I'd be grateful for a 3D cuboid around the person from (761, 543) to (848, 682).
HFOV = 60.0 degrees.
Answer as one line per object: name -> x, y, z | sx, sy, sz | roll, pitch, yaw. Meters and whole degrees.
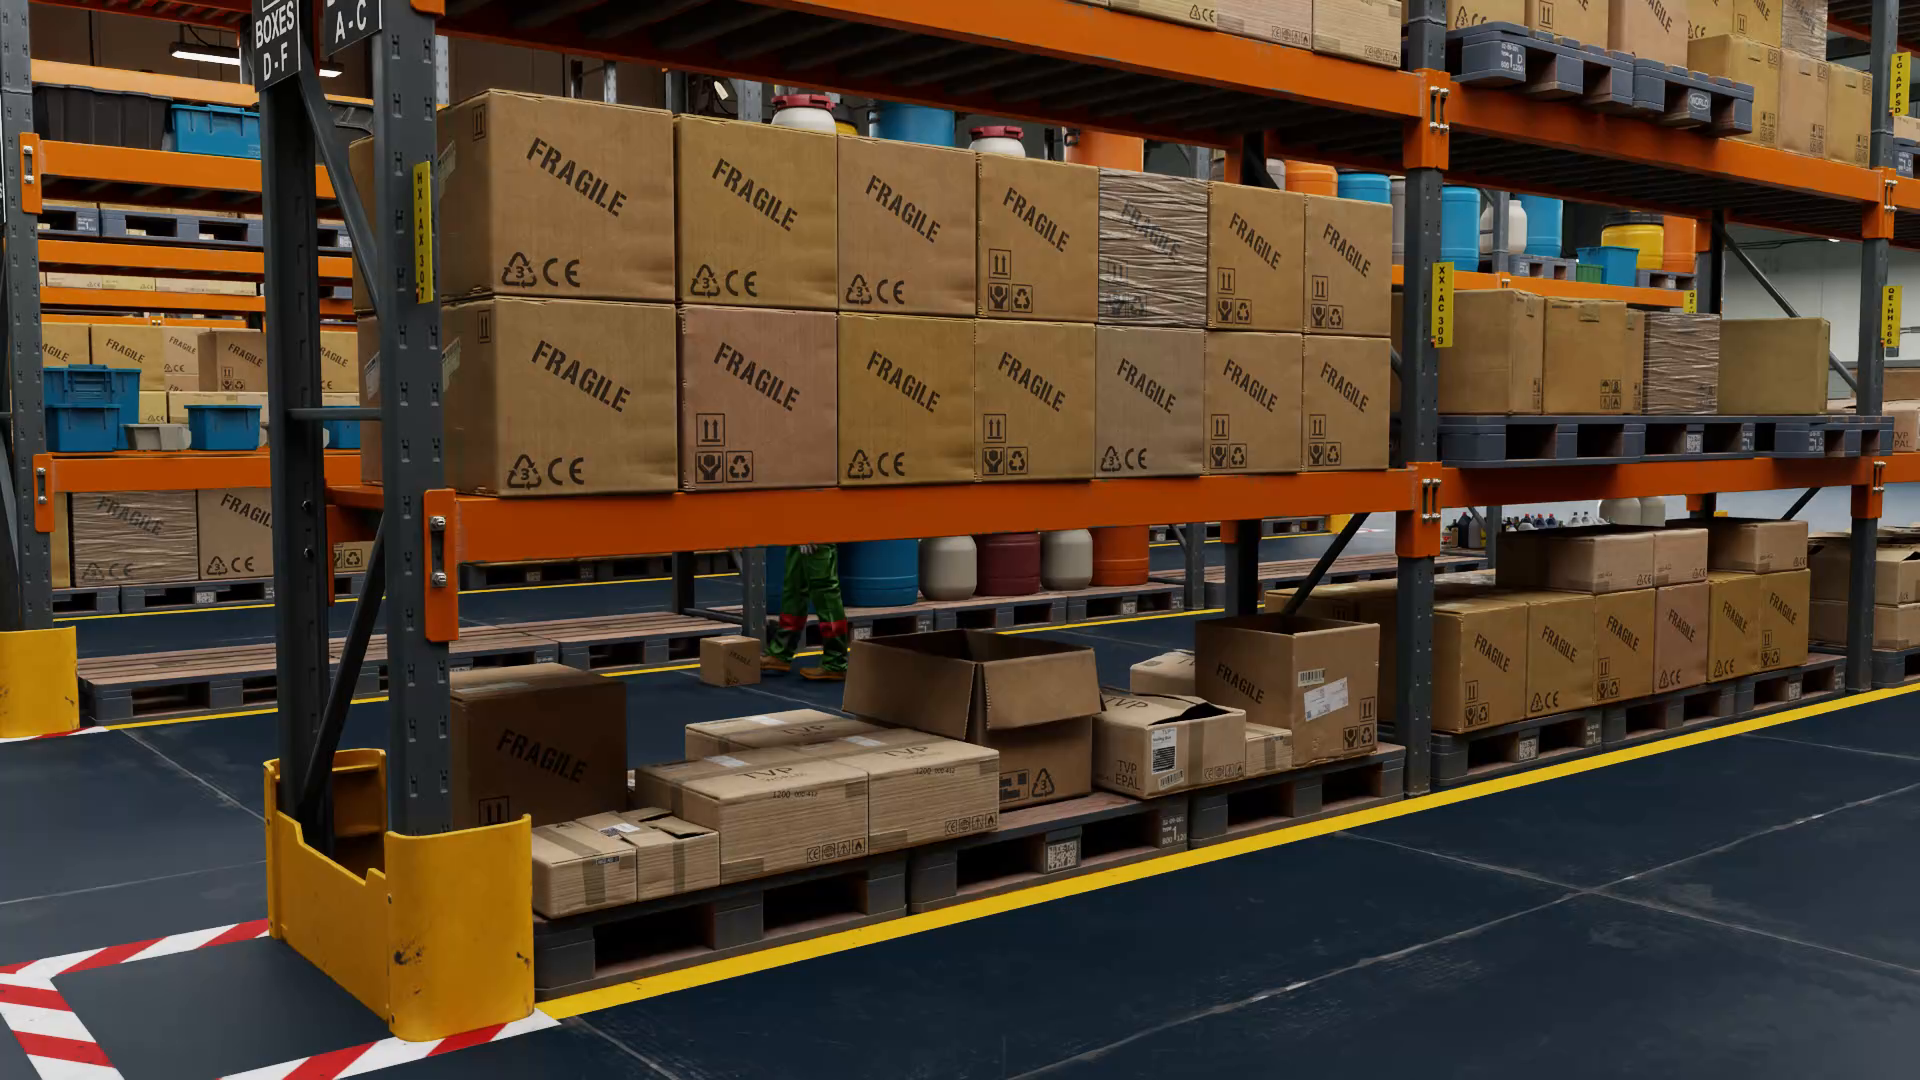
person -> -0.957, -0.096, 9.480 | 0.633, 1.786, 0.551 | 0, 4, -6
